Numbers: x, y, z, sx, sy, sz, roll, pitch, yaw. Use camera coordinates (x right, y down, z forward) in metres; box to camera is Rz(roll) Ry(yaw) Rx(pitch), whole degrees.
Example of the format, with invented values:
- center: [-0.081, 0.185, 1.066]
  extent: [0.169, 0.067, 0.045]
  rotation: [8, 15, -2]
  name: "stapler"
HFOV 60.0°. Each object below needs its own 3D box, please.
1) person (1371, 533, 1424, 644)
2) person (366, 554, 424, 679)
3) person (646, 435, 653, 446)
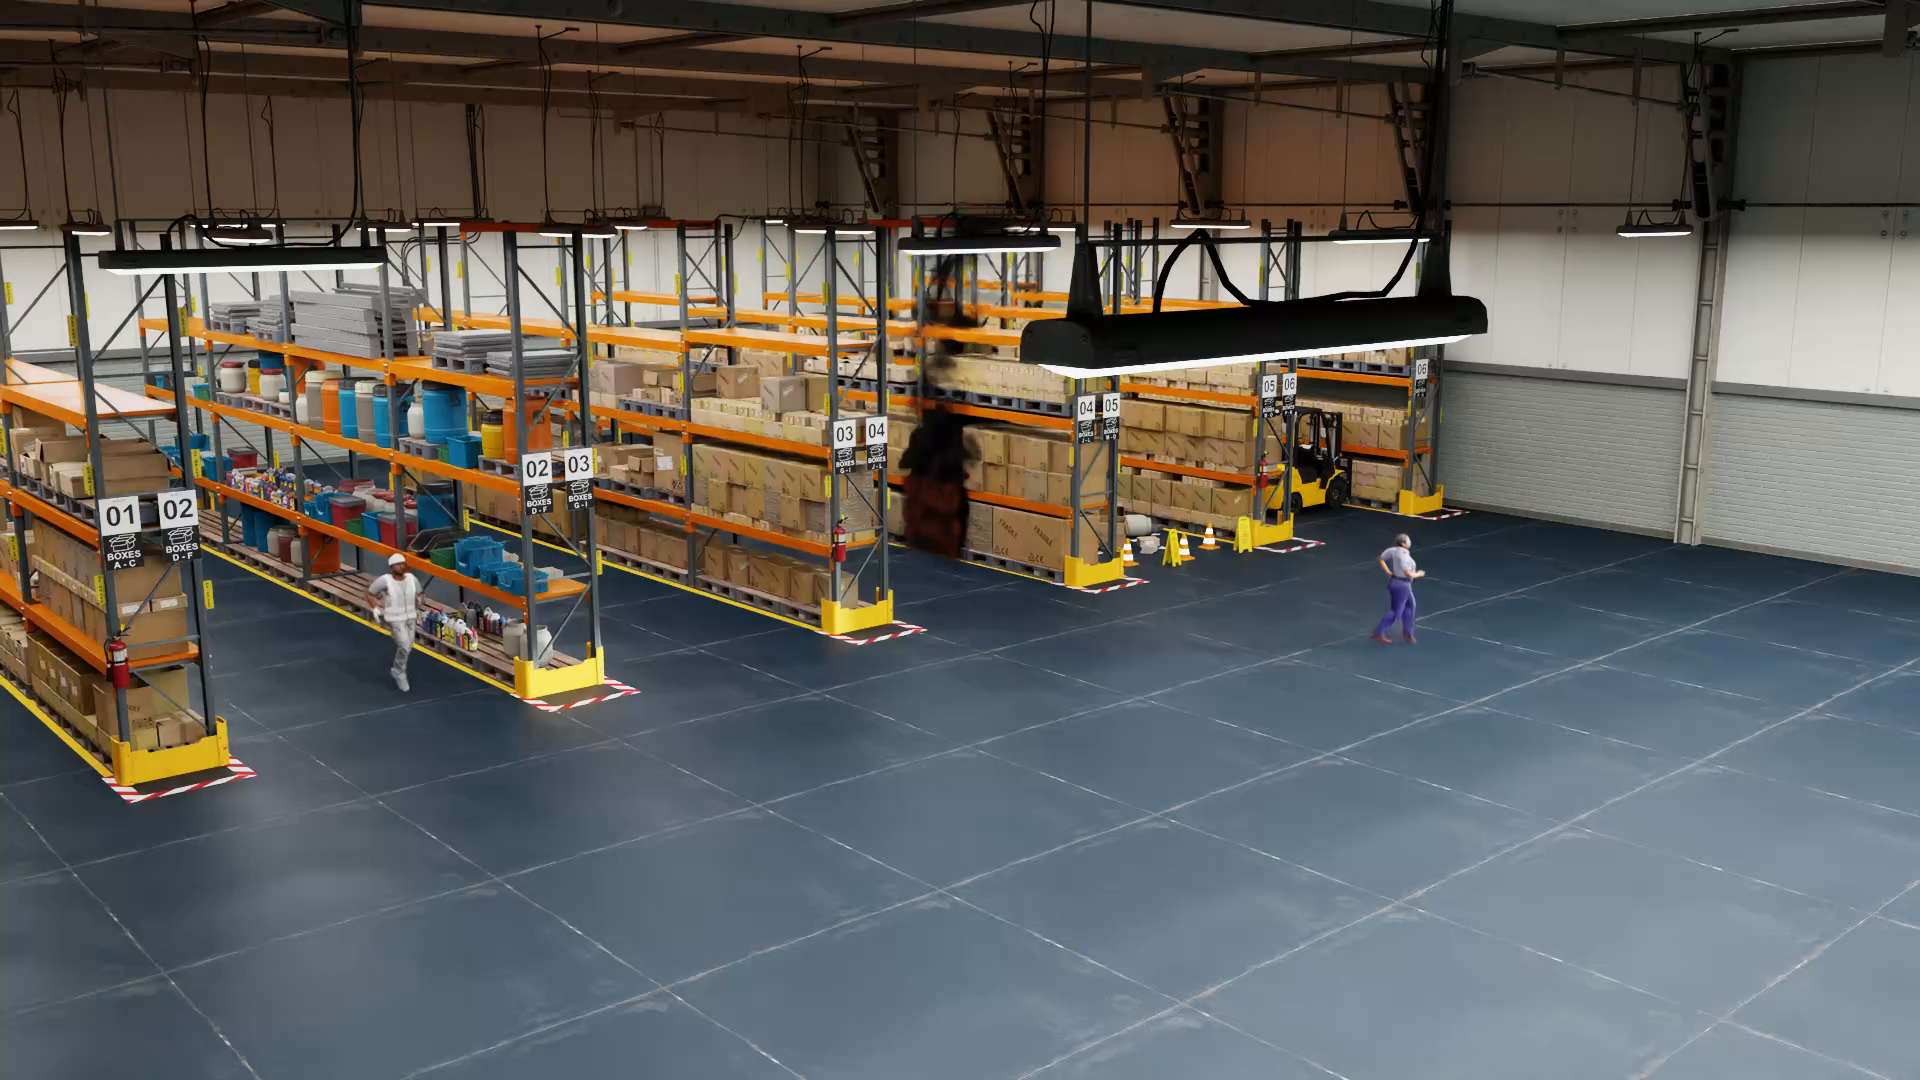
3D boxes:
- center: [6.359, 0.735, 24.158]
  extent: [0.759, 1.701, 0.608]
  rotation: [-1, 11, -3]
  name: "person"
- center: [-7.386, 1.008, 21.997]
  extent: [0.724, 1.666, 0.656]
  rotation: [9, 14, 36]
  name: "person"
- center: [-7.643, -2.757, 41.287]
  extent: [0.523, 1.699, 0.704]
  rotation: [7, 14, 33]
  name: "person"
